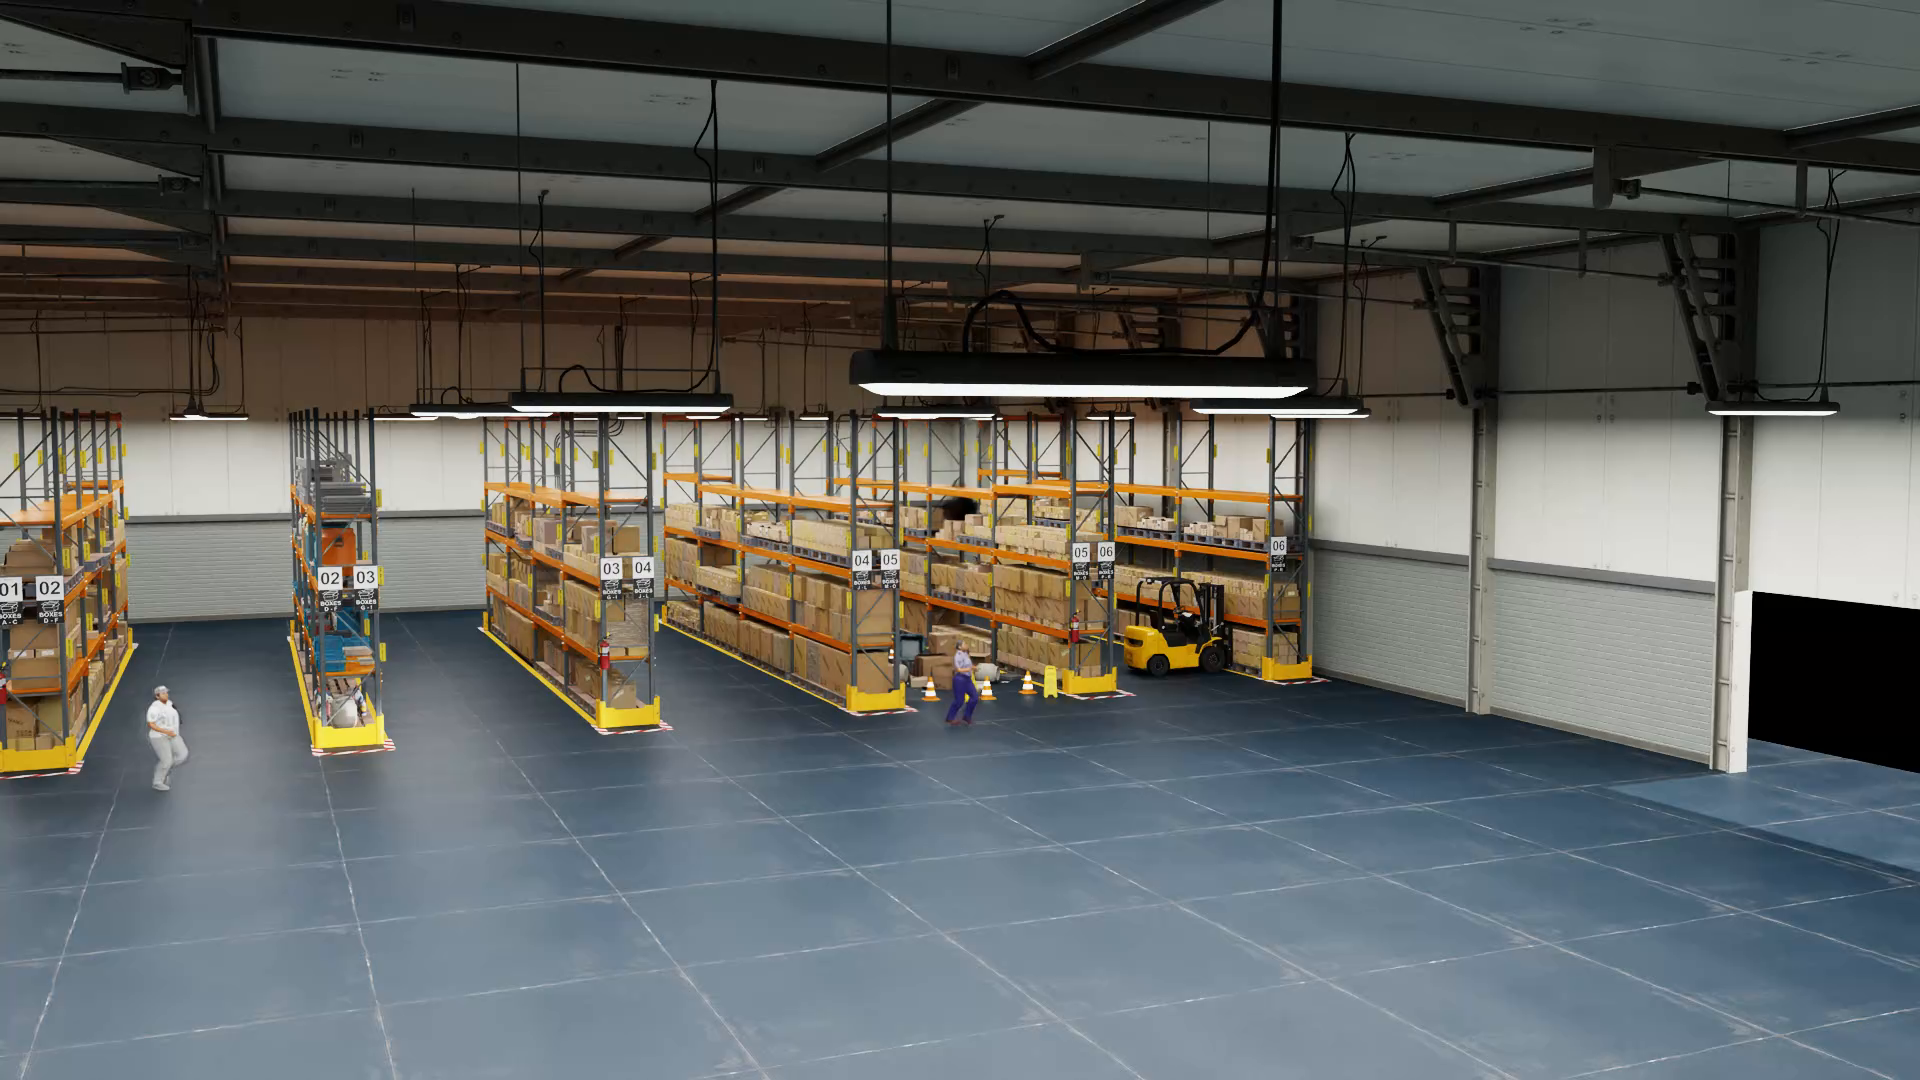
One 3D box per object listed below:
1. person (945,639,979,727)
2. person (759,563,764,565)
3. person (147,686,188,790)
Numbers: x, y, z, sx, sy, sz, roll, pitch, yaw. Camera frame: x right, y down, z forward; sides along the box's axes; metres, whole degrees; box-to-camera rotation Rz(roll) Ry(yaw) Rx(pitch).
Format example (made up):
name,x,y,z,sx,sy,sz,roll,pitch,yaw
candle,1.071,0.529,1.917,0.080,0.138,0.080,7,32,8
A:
name,x,y,z,sx,sy,sz,roll,pitch,yaw
person,0.061,2.726,31.366,0.679,1.671,0.584,1,4,20
person,-5.638,1.527,47.682,0.729,1.734,0.627,-3,5,-36
person,-12.421,3.089,26.052,0.518,1.630,0.616,1,4,11
